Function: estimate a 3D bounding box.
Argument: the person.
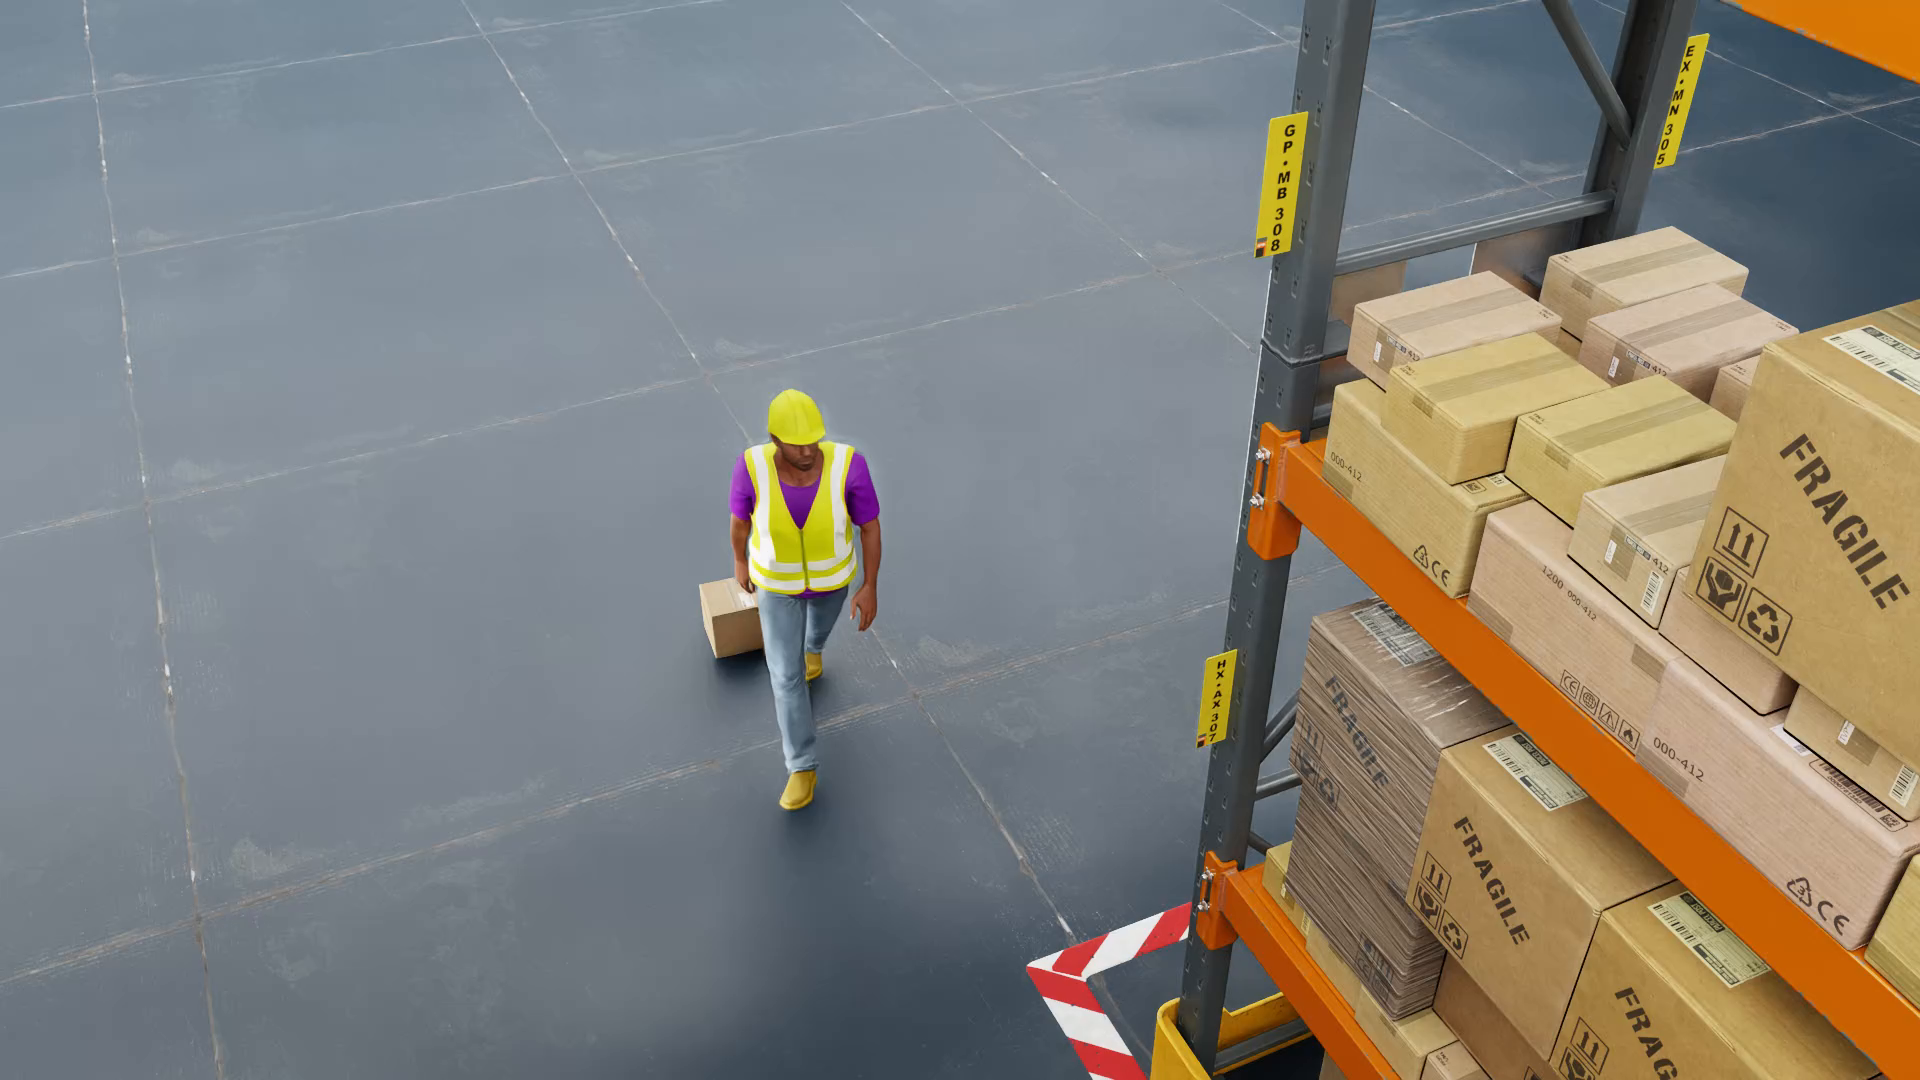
[{"bbox_3d":[-0.601,0.141,6.662,0.584,1.709,1.100,-8,38,-10],"label":"person"}]
